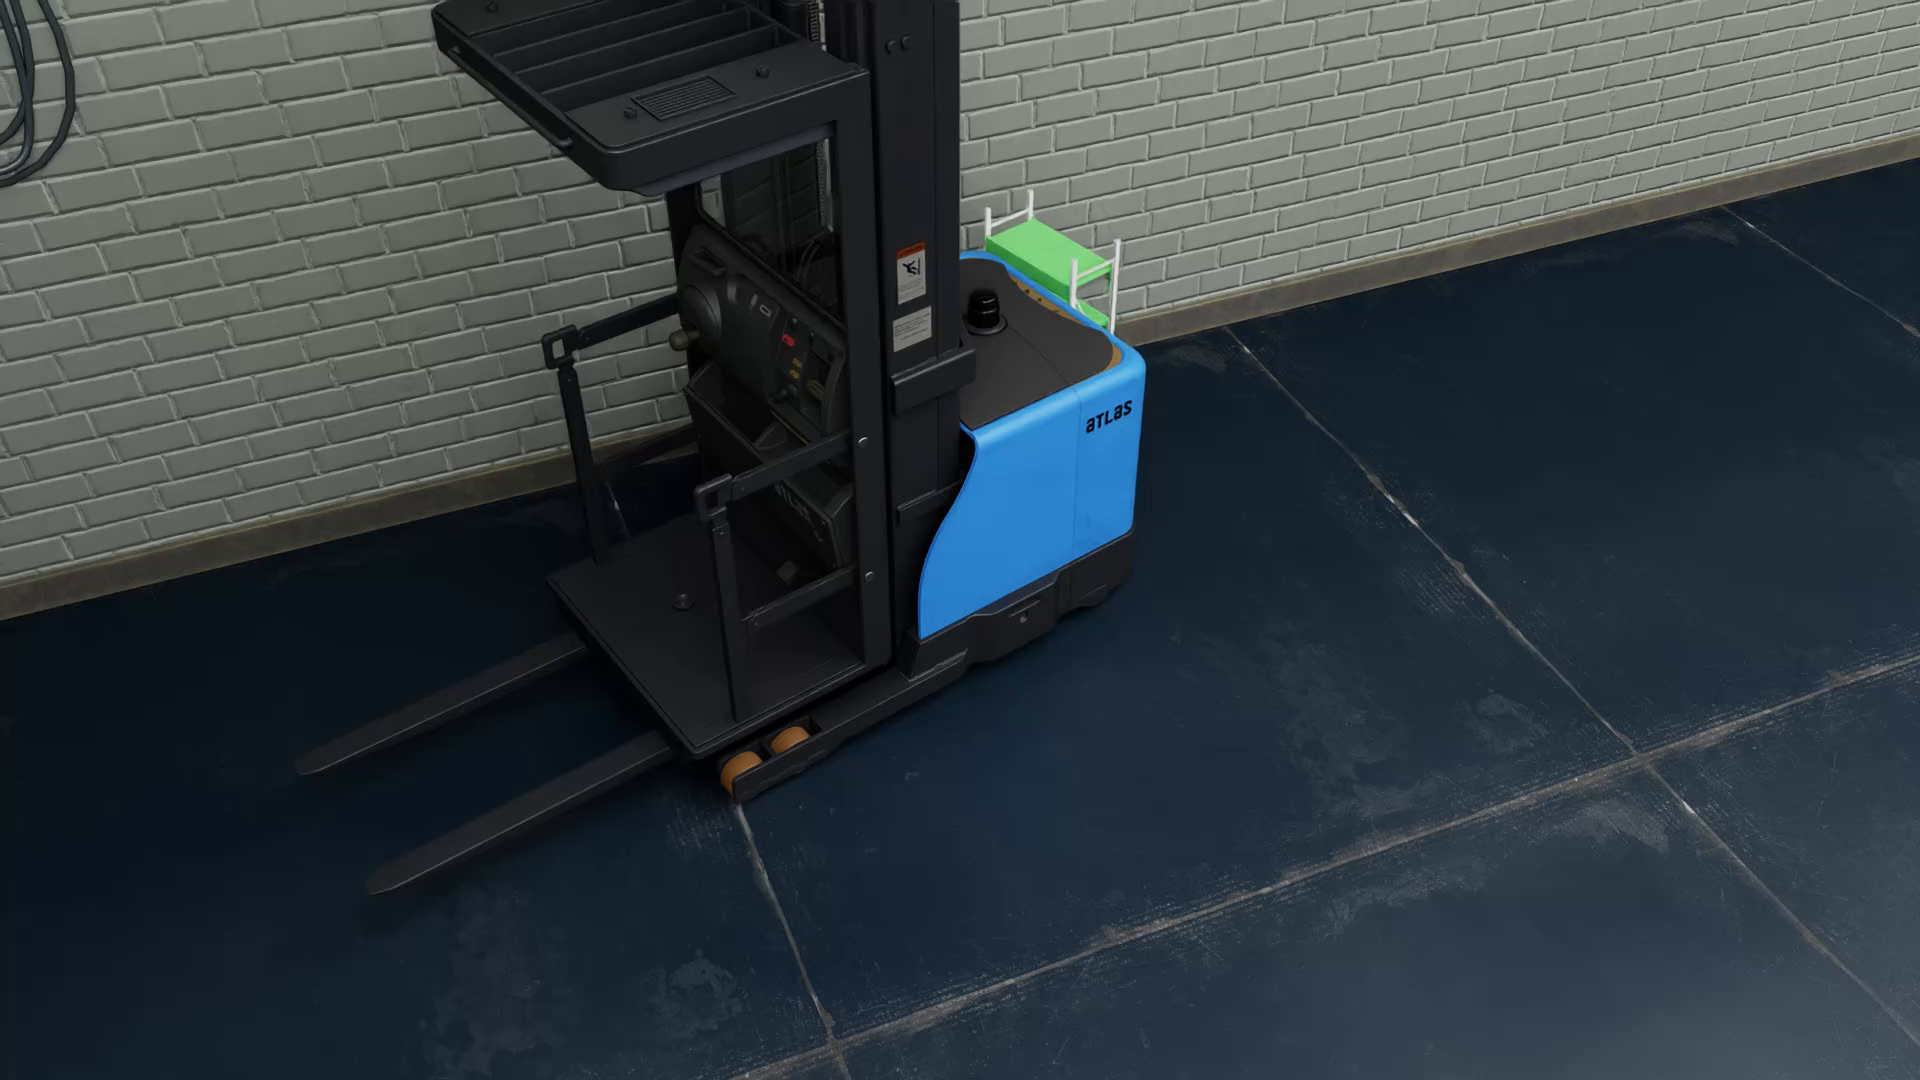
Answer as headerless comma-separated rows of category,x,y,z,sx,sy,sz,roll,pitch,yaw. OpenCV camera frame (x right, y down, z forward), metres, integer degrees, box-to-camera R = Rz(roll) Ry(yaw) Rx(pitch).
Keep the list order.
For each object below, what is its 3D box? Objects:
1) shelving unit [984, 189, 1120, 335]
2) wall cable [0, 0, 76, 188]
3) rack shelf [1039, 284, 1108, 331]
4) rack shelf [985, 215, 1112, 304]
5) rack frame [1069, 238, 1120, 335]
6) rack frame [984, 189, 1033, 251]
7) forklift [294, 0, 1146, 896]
shelving unit,0.347,-0.743,6.694,0.258,1.200,0.503,-29,48,-29
wall cable,-4.245,-1.763,4.280,3.097,2.526,0.112,-15,43,-17
rack shelf,0.347,-0.877,6.579,0.258,0.148,0.480,-29,48,-29
rack shelf,0.347,-1.059,6.423,0.258,0.148,0.480,-29,48,-29
rack frame,0.503,-0.621,6.552,0.240,1.200,0.015,-29,48,-29
rack frame,0.190,-0.865,6.836,0.240,1.200,0.015,-29,48,-29
forklift,-0.809,-0.612,5.214,3.031,2.935,1.130,-26,47,-27
